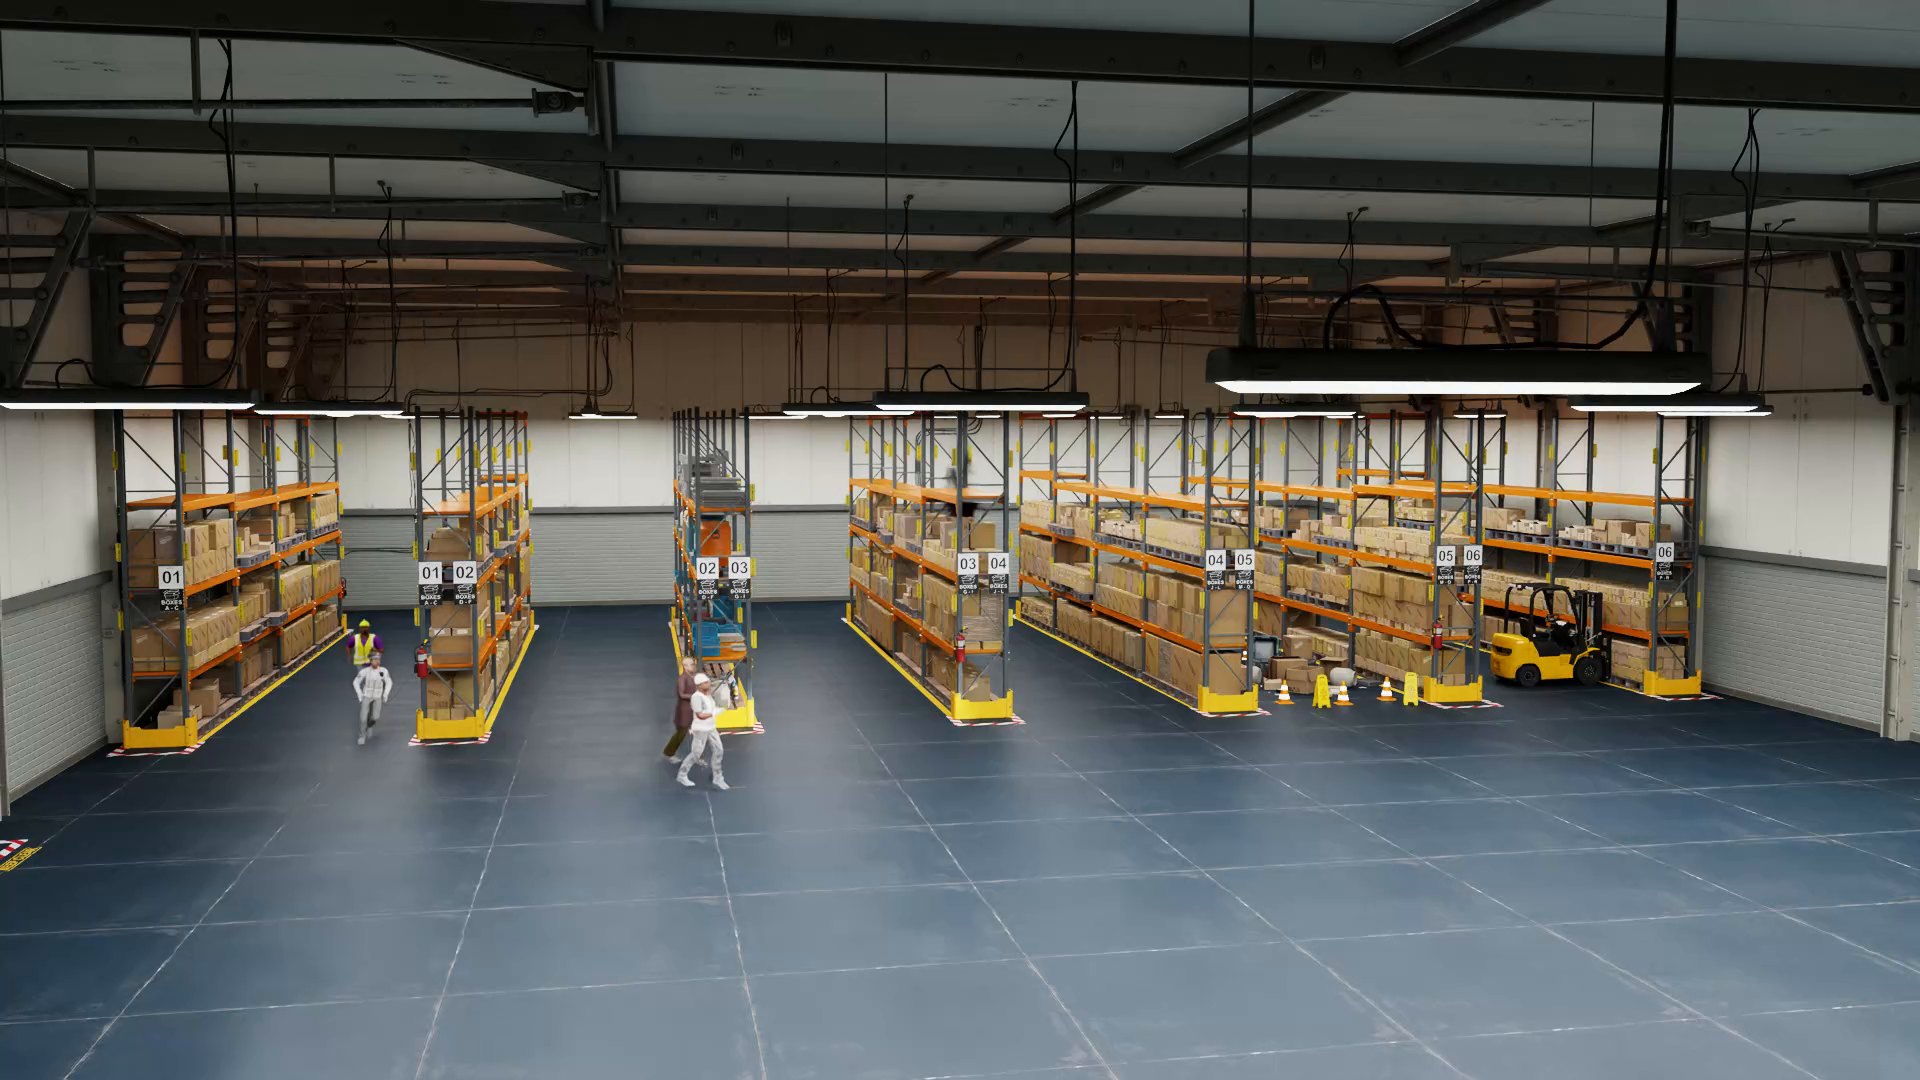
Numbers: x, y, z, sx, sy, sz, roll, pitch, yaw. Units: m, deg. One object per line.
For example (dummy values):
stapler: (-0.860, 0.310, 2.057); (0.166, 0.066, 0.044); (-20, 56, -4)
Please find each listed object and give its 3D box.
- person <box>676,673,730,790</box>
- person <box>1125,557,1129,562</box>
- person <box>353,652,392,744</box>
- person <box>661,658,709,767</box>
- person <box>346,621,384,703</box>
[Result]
person: (-4.000, 2.982, 25.833); (0.828, 1.836, 0.667); (1, 4, 13)
person: (5.164, 1.274, 50.632); (0.596, 1.736, 0.661); (-1, 4, -15)
person: (-10.454, 2.809, 29.625); (0.671, 1.633, 0.479); (-2, 4, -23)
person: (-4.548, 2.884, 27.622); (0.846, 1.867, 0.740); (1, 4, 16)
person: (-11.857, 2.474, 33.150); (0.710, 1.747, 0.968); (-1, 4, -19)
